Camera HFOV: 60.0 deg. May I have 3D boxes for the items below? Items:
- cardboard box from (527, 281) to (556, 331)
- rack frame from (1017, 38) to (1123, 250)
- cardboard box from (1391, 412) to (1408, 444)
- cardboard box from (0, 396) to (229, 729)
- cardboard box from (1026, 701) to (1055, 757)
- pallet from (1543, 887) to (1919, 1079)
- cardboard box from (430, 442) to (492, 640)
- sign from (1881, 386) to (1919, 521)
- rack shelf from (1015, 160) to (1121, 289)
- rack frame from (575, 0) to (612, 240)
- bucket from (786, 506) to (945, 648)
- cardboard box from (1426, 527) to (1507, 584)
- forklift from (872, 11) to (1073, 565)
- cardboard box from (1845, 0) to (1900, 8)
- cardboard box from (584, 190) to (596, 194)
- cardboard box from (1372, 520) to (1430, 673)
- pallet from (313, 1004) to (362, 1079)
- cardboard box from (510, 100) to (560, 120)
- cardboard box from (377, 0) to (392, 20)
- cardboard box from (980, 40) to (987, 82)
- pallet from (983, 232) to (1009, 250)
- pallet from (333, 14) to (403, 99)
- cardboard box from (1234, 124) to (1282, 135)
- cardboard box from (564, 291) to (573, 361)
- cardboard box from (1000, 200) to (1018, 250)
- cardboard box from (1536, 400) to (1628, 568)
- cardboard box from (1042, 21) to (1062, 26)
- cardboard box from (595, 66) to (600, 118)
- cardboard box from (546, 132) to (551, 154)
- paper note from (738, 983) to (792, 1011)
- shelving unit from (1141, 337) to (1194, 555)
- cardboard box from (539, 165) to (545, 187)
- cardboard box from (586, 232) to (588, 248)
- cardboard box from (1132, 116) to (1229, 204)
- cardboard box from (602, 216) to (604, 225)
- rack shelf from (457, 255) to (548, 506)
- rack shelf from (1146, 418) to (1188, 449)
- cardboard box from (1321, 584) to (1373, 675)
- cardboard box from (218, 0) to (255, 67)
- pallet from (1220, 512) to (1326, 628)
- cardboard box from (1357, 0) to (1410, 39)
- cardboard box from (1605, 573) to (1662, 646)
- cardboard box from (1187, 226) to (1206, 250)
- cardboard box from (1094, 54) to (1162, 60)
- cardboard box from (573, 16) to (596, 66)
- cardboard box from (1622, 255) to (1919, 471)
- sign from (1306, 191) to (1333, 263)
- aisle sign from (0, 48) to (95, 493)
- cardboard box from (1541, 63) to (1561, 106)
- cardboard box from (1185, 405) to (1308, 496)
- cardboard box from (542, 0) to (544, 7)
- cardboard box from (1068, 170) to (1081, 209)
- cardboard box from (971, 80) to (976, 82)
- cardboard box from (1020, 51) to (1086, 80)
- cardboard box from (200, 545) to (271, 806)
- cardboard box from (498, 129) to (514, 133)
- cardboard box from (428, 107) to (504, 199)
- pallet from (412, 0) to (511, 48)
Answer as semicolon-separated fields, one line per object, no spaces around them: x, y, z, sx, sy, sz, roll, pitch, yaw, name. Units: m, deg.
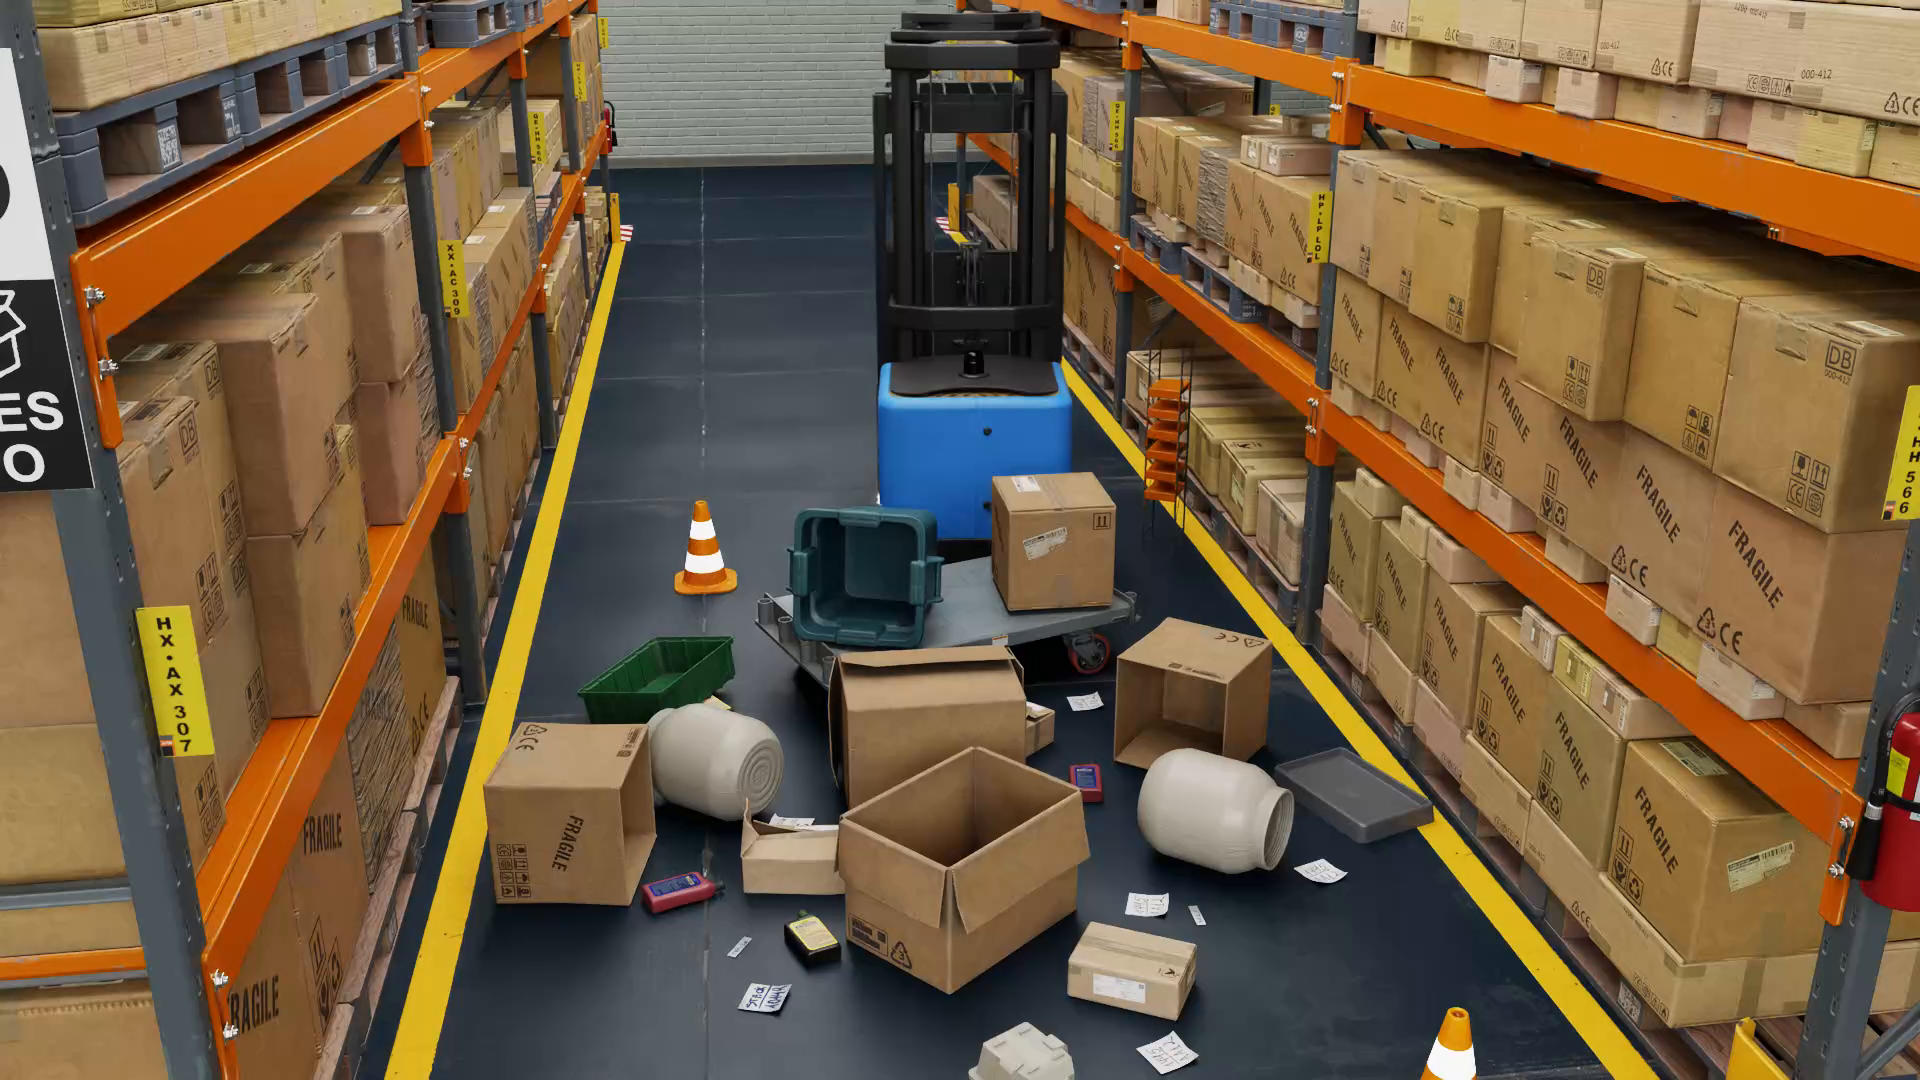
-3.127;-1.645;11.734;0.500;0.250;0.500;-4;21;-10;cardboard box
1.040;-3.687;15.300;1.000;3.000;0.127;-3;21;-8;rack frame
2.077;-0.498;7.123;0.380;0.149;0.250;-3;21;-8;cardboard box
-2.129;0.046;3.547;0.875;0.550;0.550;-3;21;-8;cardboard box
0.187;0.754;7.317;0.396;0.266;0.258;17;27;39;cardboard box
2.677;1.465;5.492;1.003;0.211;1.213;-3;21;-8;pallet
-2.869;0.015;8.005;1.050;0.750;0.750;-3;21;-8;cardboard box
2.218;-0.201;3.861;0.100;0.325;0.005;-3;21;-8;sign
1.328;-2.657;13.571;1.077;0.370;4.000;-3;21;-8;rack shelf
-4.420;-4.787;18.245;1.000;3.000;0.127;-3;21;-8;rack frame
-0.390;0.120;7.613;0.726;0.611;0.620;4;11;11;bucket
2.087;0.055;6.614;0.380;0.149;0.250;-2;21;-5;cardboard box
0.051;-1.615;9.851;1.130;2.935;3.031;0;20;-1;forklift
2.430;-1.386;4.073;0.380;0.149;0.250;-3;21;-7;cardboard box
-4.114;-3.666;17.869;0.380;0.149;0.250;-3;21;-7;cardboard box
2.100;0.226;7.082;0.500;0.500;0.500;-2;21;-6;cardboard box
-2.307;1.786;4.632;1.003;0.211;1.213;-3;21;-8;pallet
-3.593;-3.631;14.058;0.380;0.149;0.250;-2;21;-5;cardboard box
-2.285;-1.966;6.021;0.380;0.149;0.250;-3;21;-7;cardboard box
0.487;-4.877;16.915;0.500;0.500;0.500;-3;21;-8;cardboard box
0.829;-3.071;17.636;1.003;0.211;1.213;-3;21;-8;pallet
-2.583;-1.712;5.852;1.003;0.211;1.213;-3;21;-8;pallet
2.043;-2.363;10.587;0.500;0.500;0.500;-3;21;-9;cardboard box
-3.271;-1.652;12.824;0.500;0.500;0.500;-3;21;-9;cardboard box
0.926;-3.216;17.101;0.875;0.438;0.875;-4;21;-9;cardboard box
2.283;-0.239;5.501;0.500;0.500;0.500;-3;21;-8;cardboard box
1.018;-5.068;16.499;0.380;0.149;0.250;-3;21;-8;cardboard box
-4.032;-4.652;17.316;0.500;0.500;0.500;-3;21;-9;cardboard box
-3.439;-3.131;13.145;0.380;0.149;0.250;-4;21;-11;cardboard box
-0.654;1.530;5.577;0.144;0.017;0.142;4;21;11;paper note
1.173;-0.529;9.419;0.189;1.200;0.258;8;22;20;shelving unit
-3.325;-2.720;12.471;0.380;0.149;0.250;-3;21;-7;cardboard box
-3.670;-2.770;15.469;0.380;0.149;0.250;-2;21;-5;cardboard box
1.452;-2.517;11.000;0.500;0.500;0.500;-4;21;-9;cardboard box
-3.985;-3.439;17.686;0.380;0.149;0.250;-4;21;-10;cardboard box
-2.979;-0.988;9.101;1.077;0.370;4.000;-3;21;-8;rack shelf
1.173;-0.600;9.392;0.180;0.103;0.258;8;22;20;rack shelf
2.011;0.393;7.708;0.500;0.250;0.500;-4;21;-10;cardboard box
-1.992;-1.263;4.139;0.380;0.149;0.250;-3;21;-8;cardboard box
2.079;0.120;9.093;1.003;0.211;1.213;-3;21;-8;pallet
1.986;-2.225;6.888;0.500;0.250;0.500;-3;21;-9;cardboard box
2.275;0.208;5.232;0.380;0.149;0.250;-3;21;-7;cardboard box
1.612;-1.886;10.238;0.380;0.149;0.250;-2;21;-5;cardboard box
1.435;-3.881;14.248;0.500;0.500;0.500;-3;21;-7;cardboard box
-4.035;-5.120;17.141;0.500;0.500;0.500;-4;21;-10;cardboard box
2.415;-0.528;4.845;0.700;0.500;0.500;-3;21;-7;cardboard box
1.644;-1.430;7.603;0.100;0.325;0.005;-3;21;-8;sign
-1.807;-0.456;2.933;0.394;0.787;0.004;-3;21;-8;aisle sign
2.217;-1.549;5.648;0.380;0.149;0.250;-3;21;-7;cardboard box
1.906;-0.553;10.066;0.950;0.372;0.625;-2;21;-6;cardboard box
-3.243;-4.026;11.778;0.500;0.500;0.500;-3;21;-8;cardboard box
1.141;-2.745;12.992;0.500;0.250;0.500;-3;21;-8;cardboard box
0.404;-4.587;17.567;0.500;0.500;0.500;-3;21;-8;cardboard box
0.819;-4.035;14.660;0.500;0.500;0.500;-3;21;-7;cardboard box
-2.313;0.367;4.232;0.875;0.550;0.550;-3;21;-8;cardboard box
-3.293;-2.908;12.123;0.380;0.149;0.250;-2;21;-5;cardboard box
-3.212;-2.376;10.219;0.700;0.500;0.500;-3;21;-8;cardboard box
-2.958;-2.726;8.712;1.003;0.211;1.213;-2;21;-5;pallet
